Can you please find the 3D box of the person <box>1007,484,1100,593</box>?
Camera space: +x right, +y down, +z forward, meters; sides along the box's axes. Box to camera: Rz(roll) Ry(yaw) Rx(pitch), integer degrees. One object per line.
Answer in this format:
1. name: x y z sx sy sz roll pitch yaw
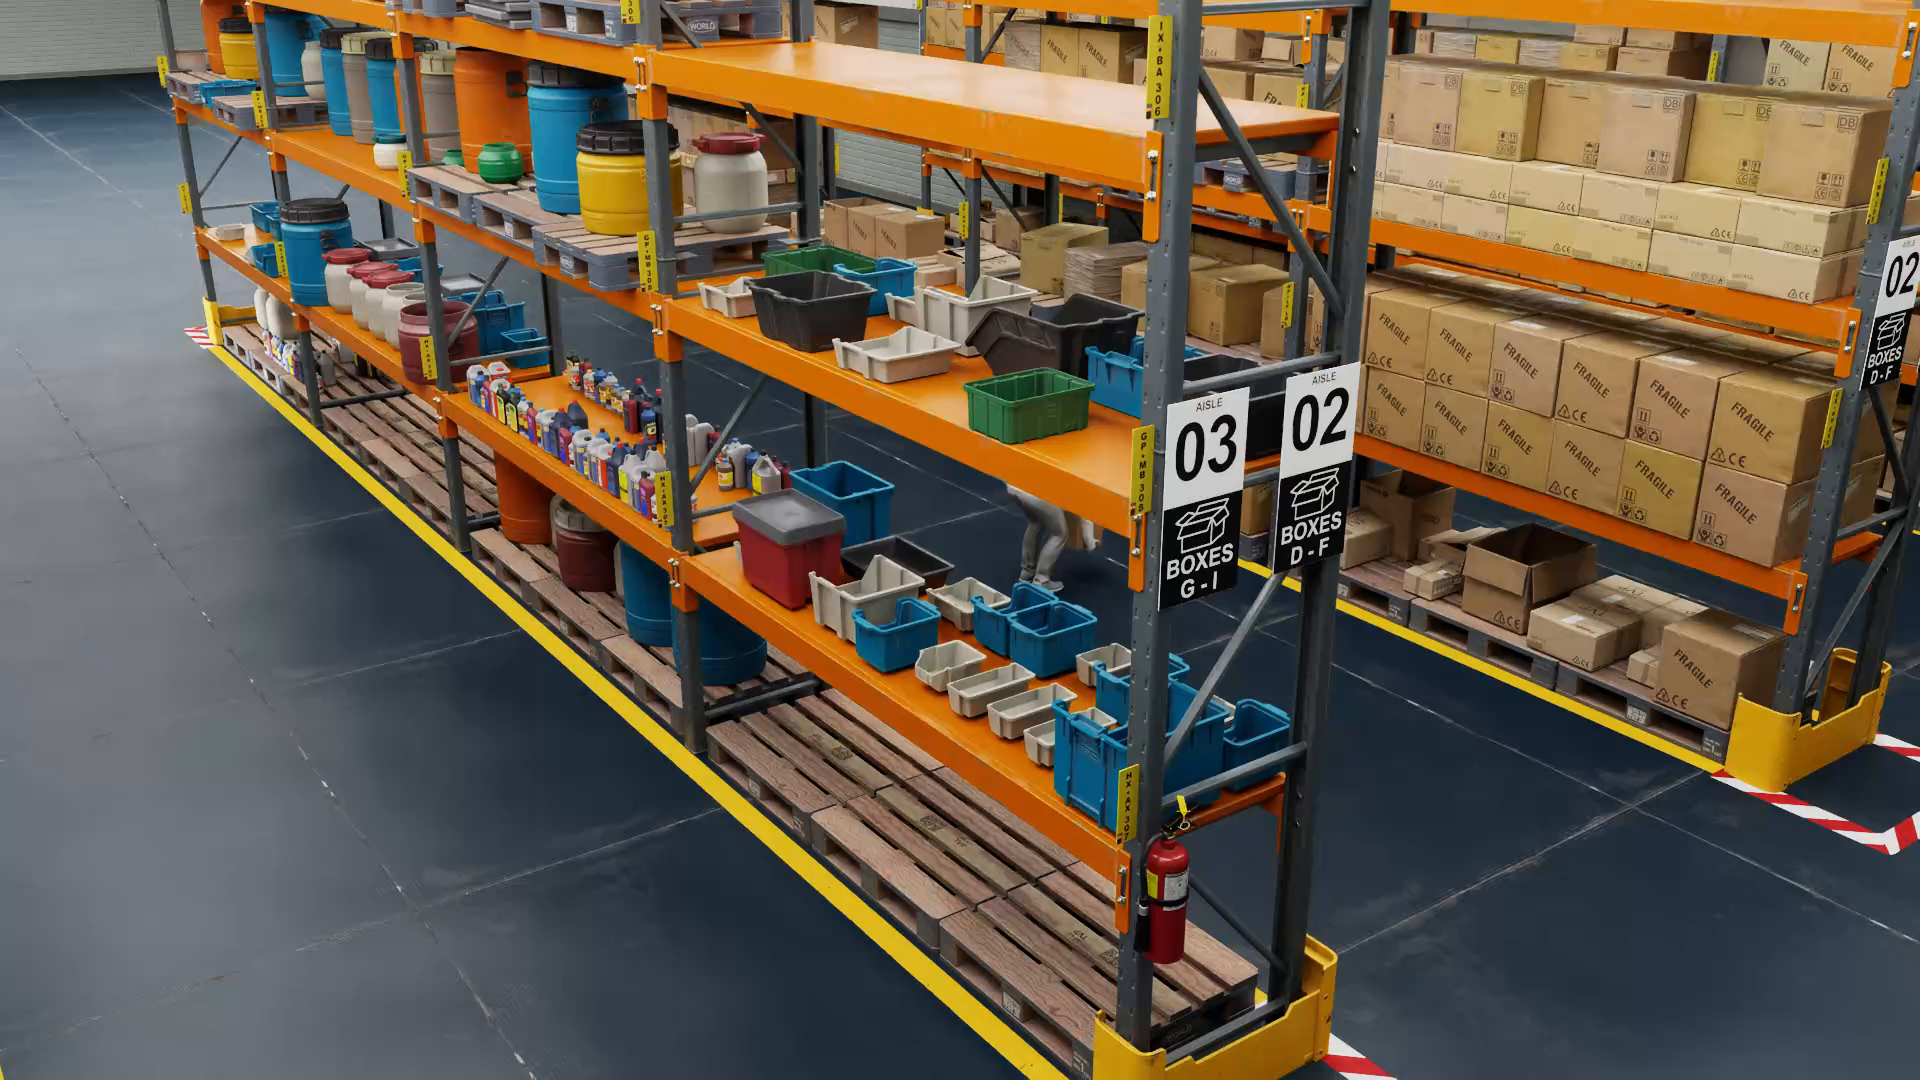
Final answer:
1. person: 0.752 -0.177 12.403 0.924 1.030 0.415 -16 27 -35
